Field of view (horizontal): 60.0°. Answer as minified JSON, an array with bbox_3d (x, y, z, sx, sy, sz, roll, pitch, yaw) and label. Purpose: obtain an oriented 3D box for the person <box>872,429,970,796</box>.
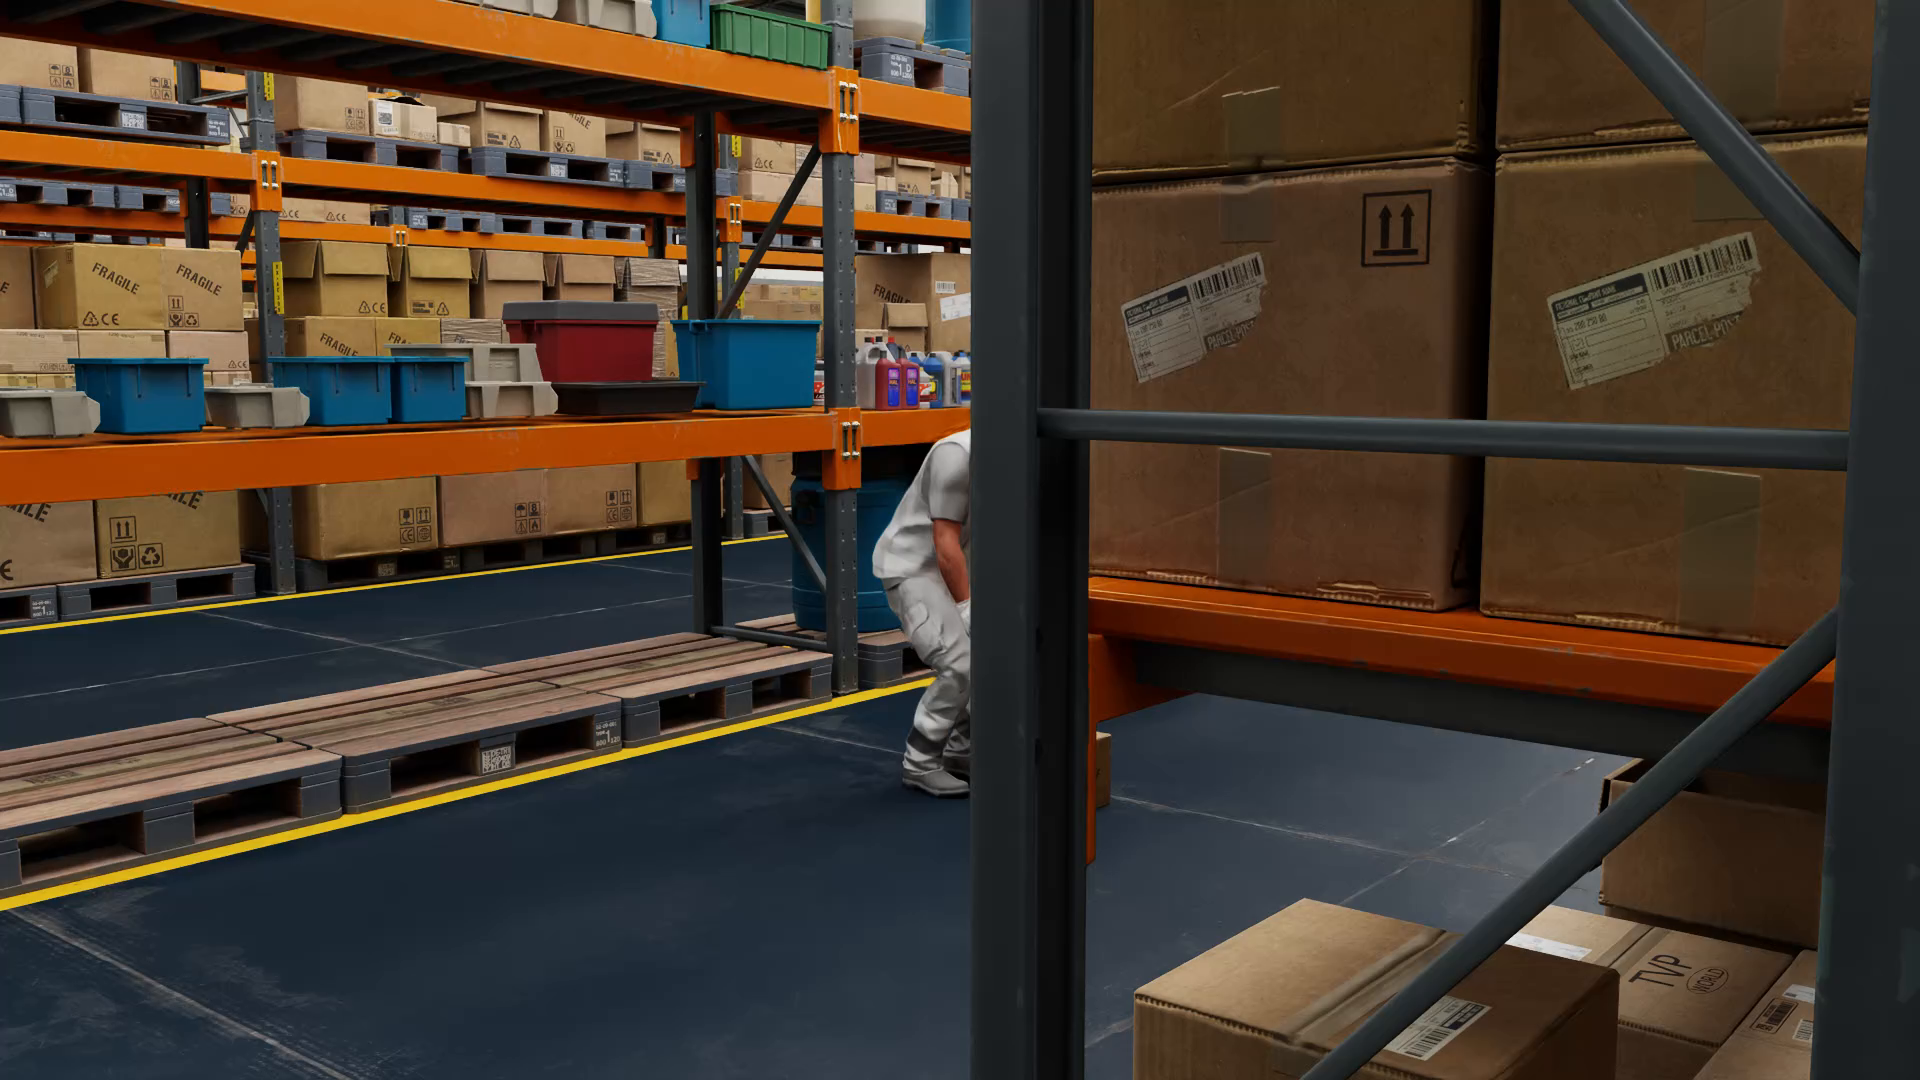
[{"bbox_3d":[0.056,0.169,6.039,0.731,1.471,0.582,5,8,39],"label":"person"}]
